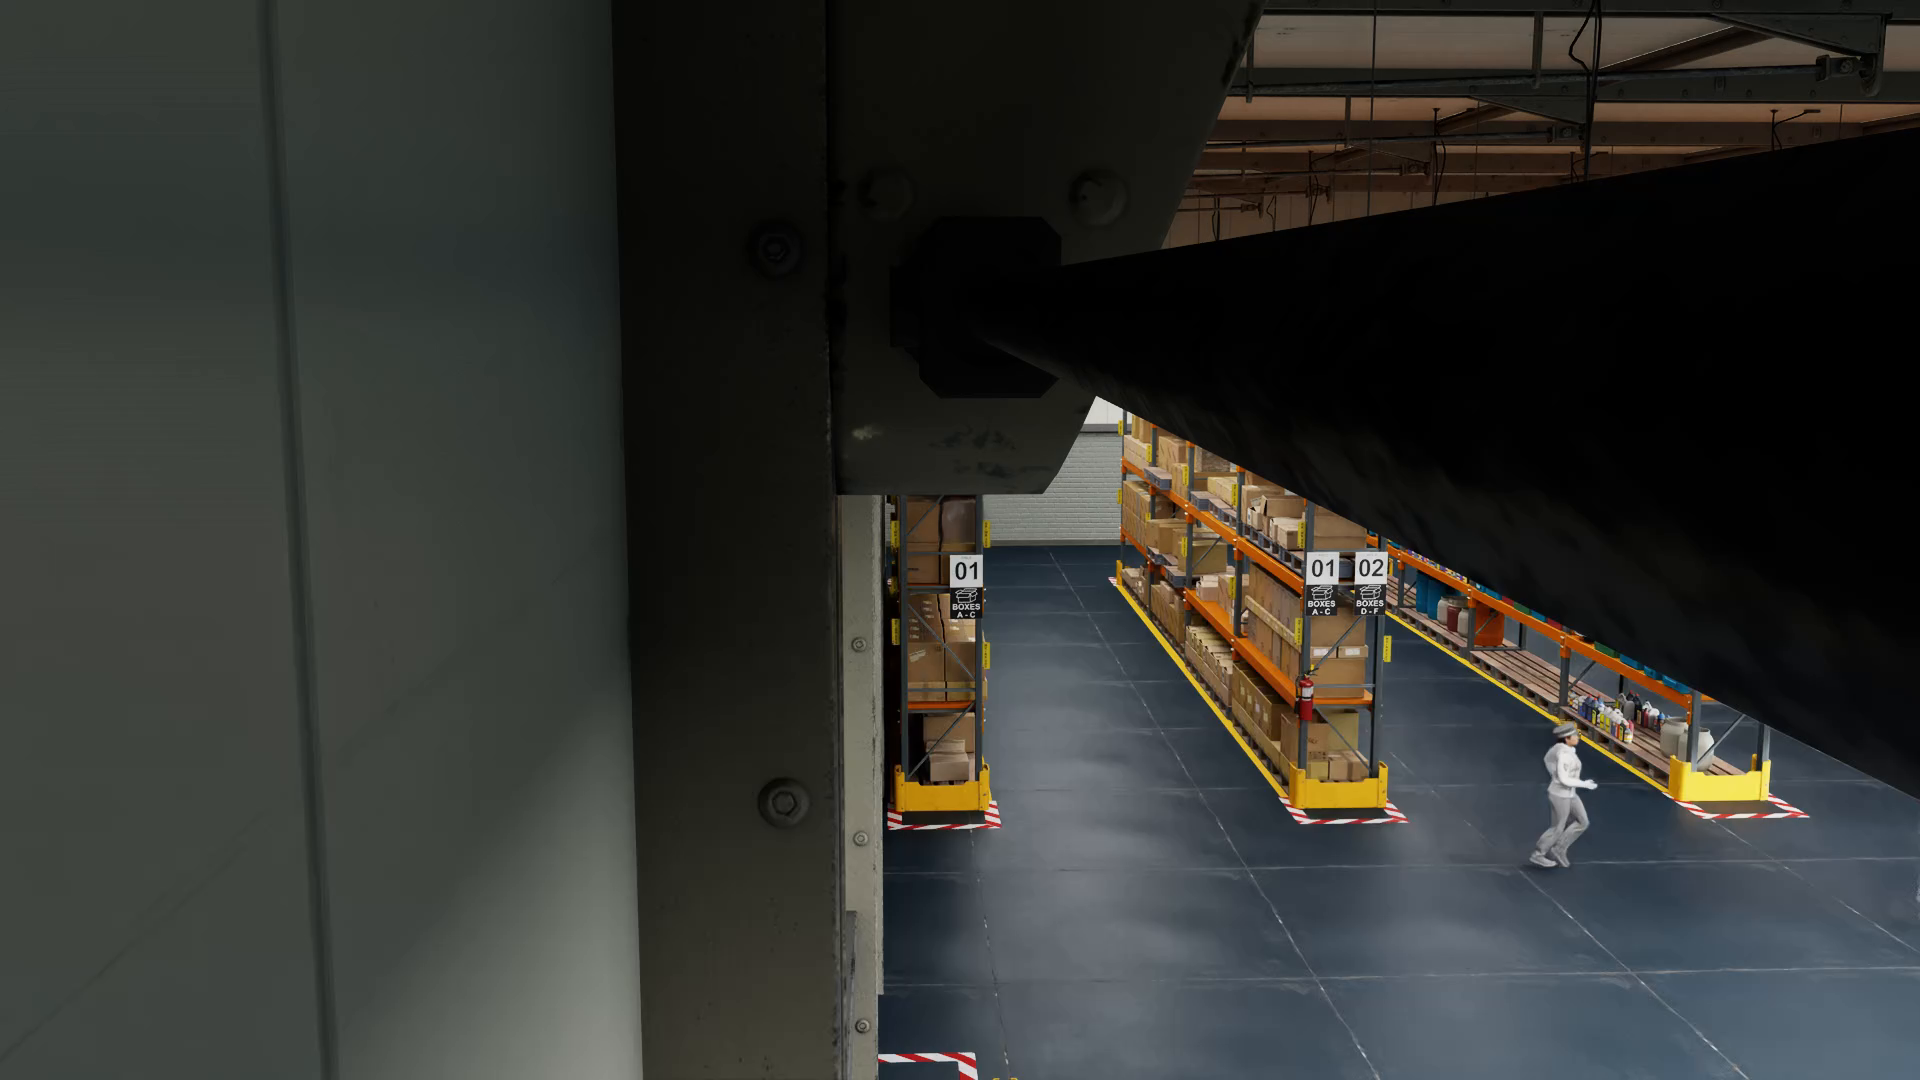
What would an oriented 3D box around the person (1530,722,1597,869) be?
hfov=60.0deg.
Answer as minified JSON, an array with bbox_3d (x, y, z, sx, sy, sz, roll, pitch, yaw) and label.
[{"bbox_3d":[6.658,2.823,18.295,0.664,1.699,0.612,4,9,26],"label":"person"}]
